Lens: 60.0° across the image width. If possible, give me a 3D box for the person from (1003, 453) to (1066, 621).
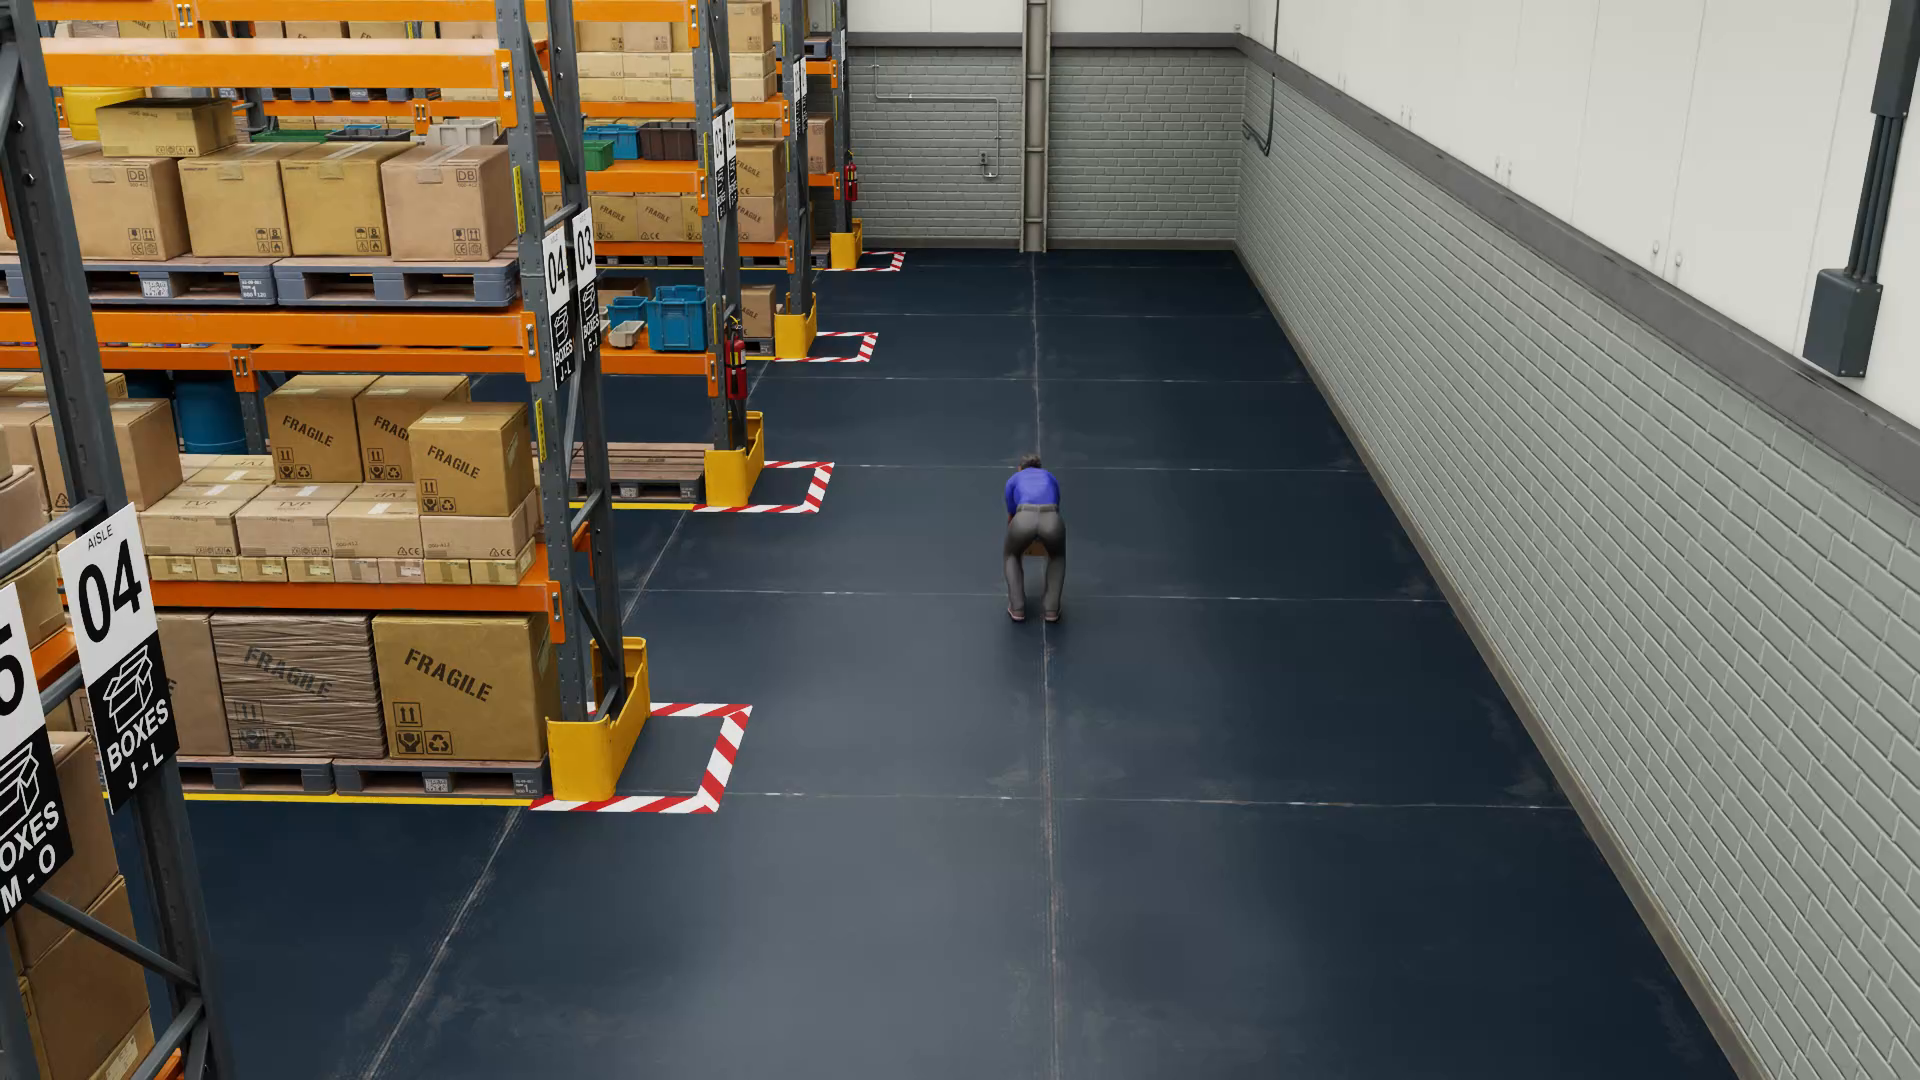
[{"bbox_3d":[0.535,-0.015,11.966,0.455,1.064,0.857,0,21,-1],"label":"person"}]
